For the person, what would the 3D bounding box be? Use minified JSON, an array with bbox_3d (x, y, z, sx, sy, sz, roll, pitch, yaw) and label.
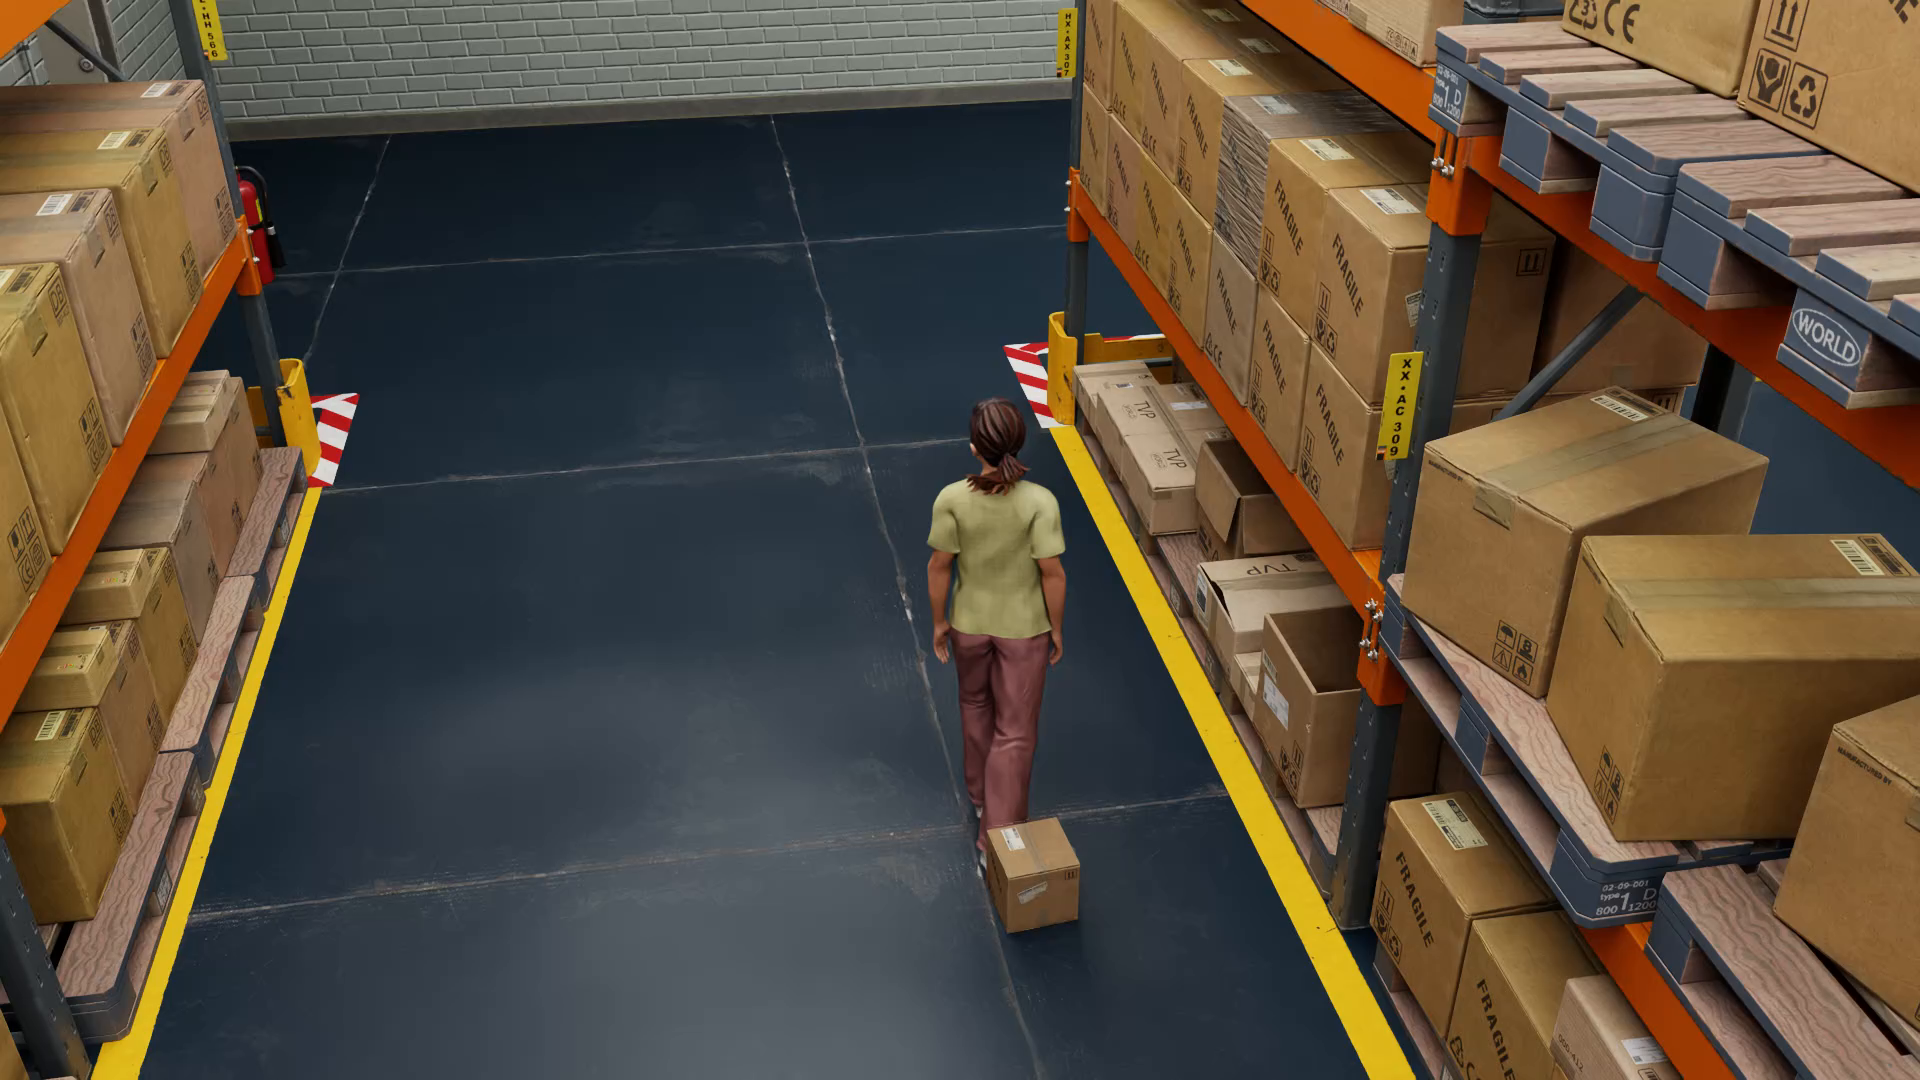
[{"bbox_3d":[0.132,0.314,5.611,0.477,1.666,0.568,9,32,14],"label":"person"}]
